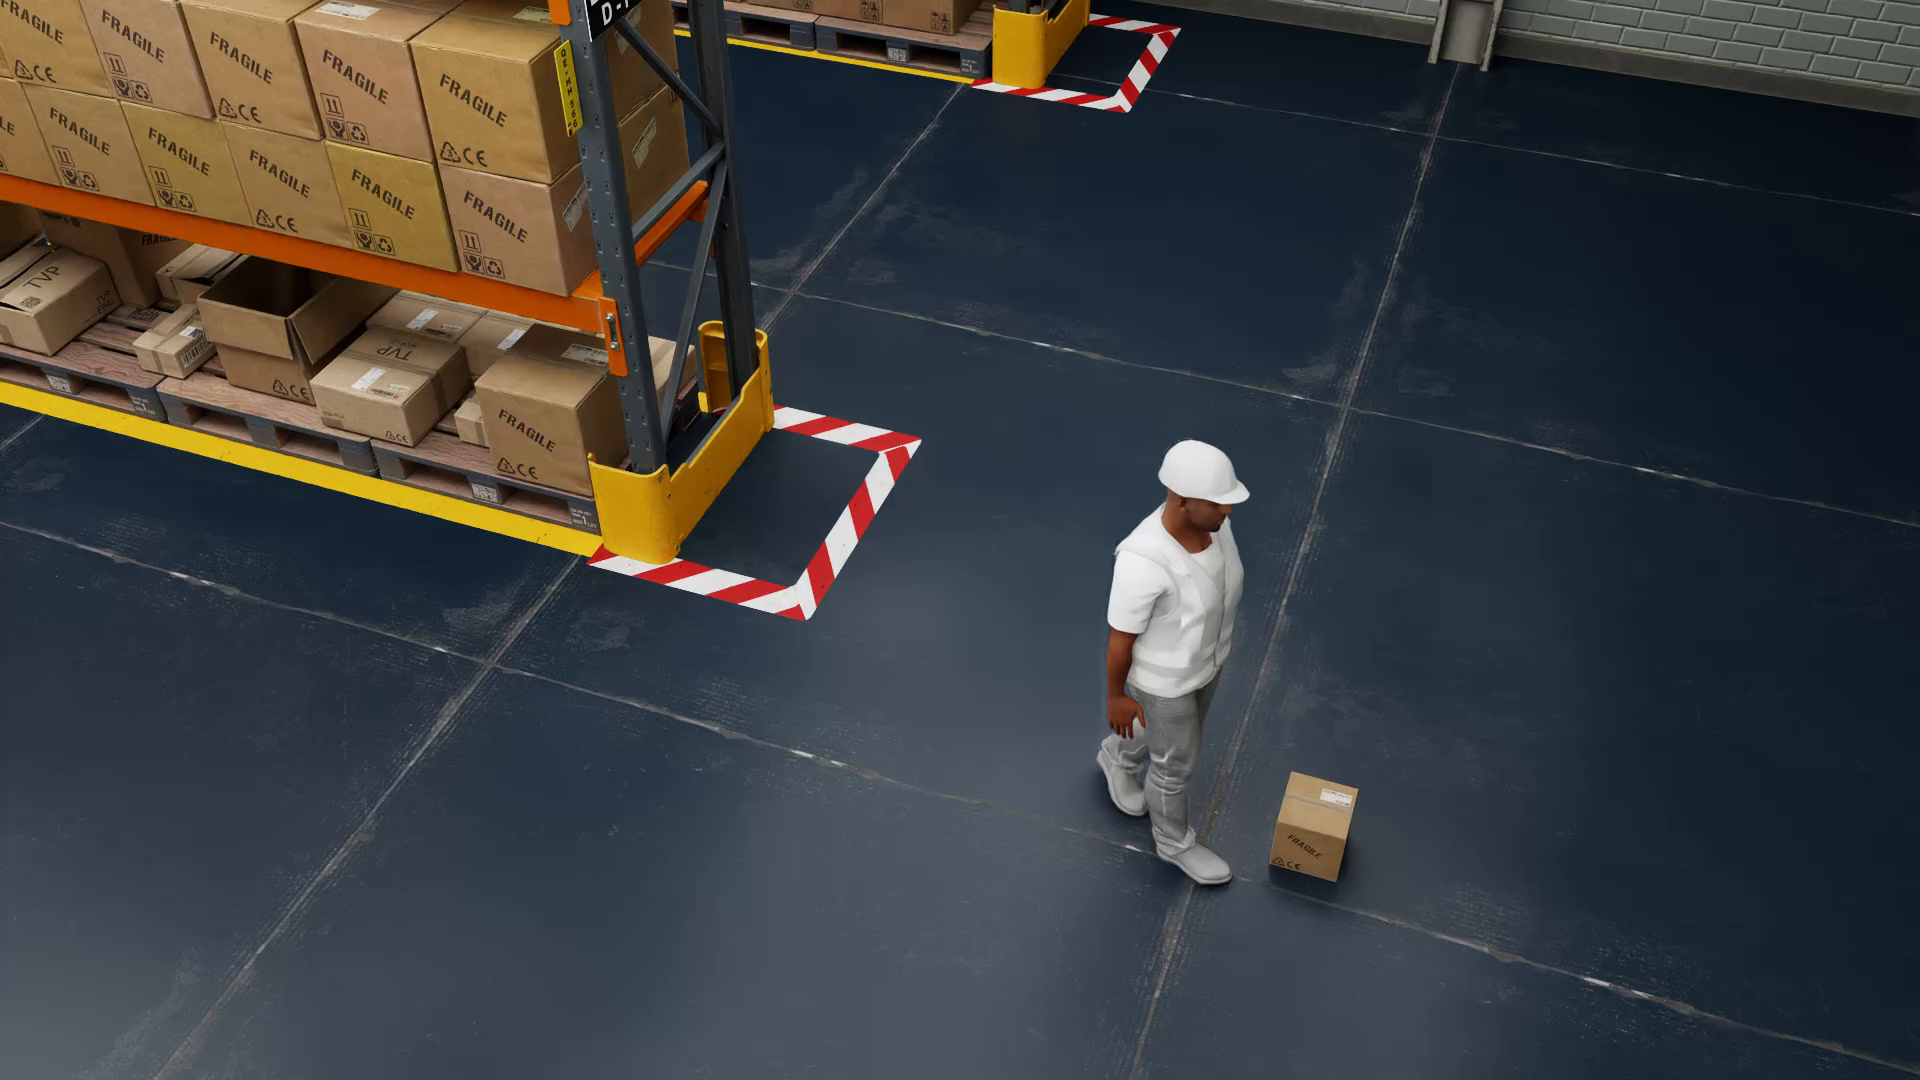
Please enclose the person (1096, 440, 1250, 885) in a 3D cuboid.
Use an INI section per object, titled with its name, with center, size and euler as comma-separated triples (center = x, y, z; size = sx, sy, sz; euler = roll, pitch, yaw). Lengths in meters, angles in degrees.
[person]
center = 0.748, 0.420, 5.659
size = 0.693, 1.762, 0.606
euler = 26, 47, 26
